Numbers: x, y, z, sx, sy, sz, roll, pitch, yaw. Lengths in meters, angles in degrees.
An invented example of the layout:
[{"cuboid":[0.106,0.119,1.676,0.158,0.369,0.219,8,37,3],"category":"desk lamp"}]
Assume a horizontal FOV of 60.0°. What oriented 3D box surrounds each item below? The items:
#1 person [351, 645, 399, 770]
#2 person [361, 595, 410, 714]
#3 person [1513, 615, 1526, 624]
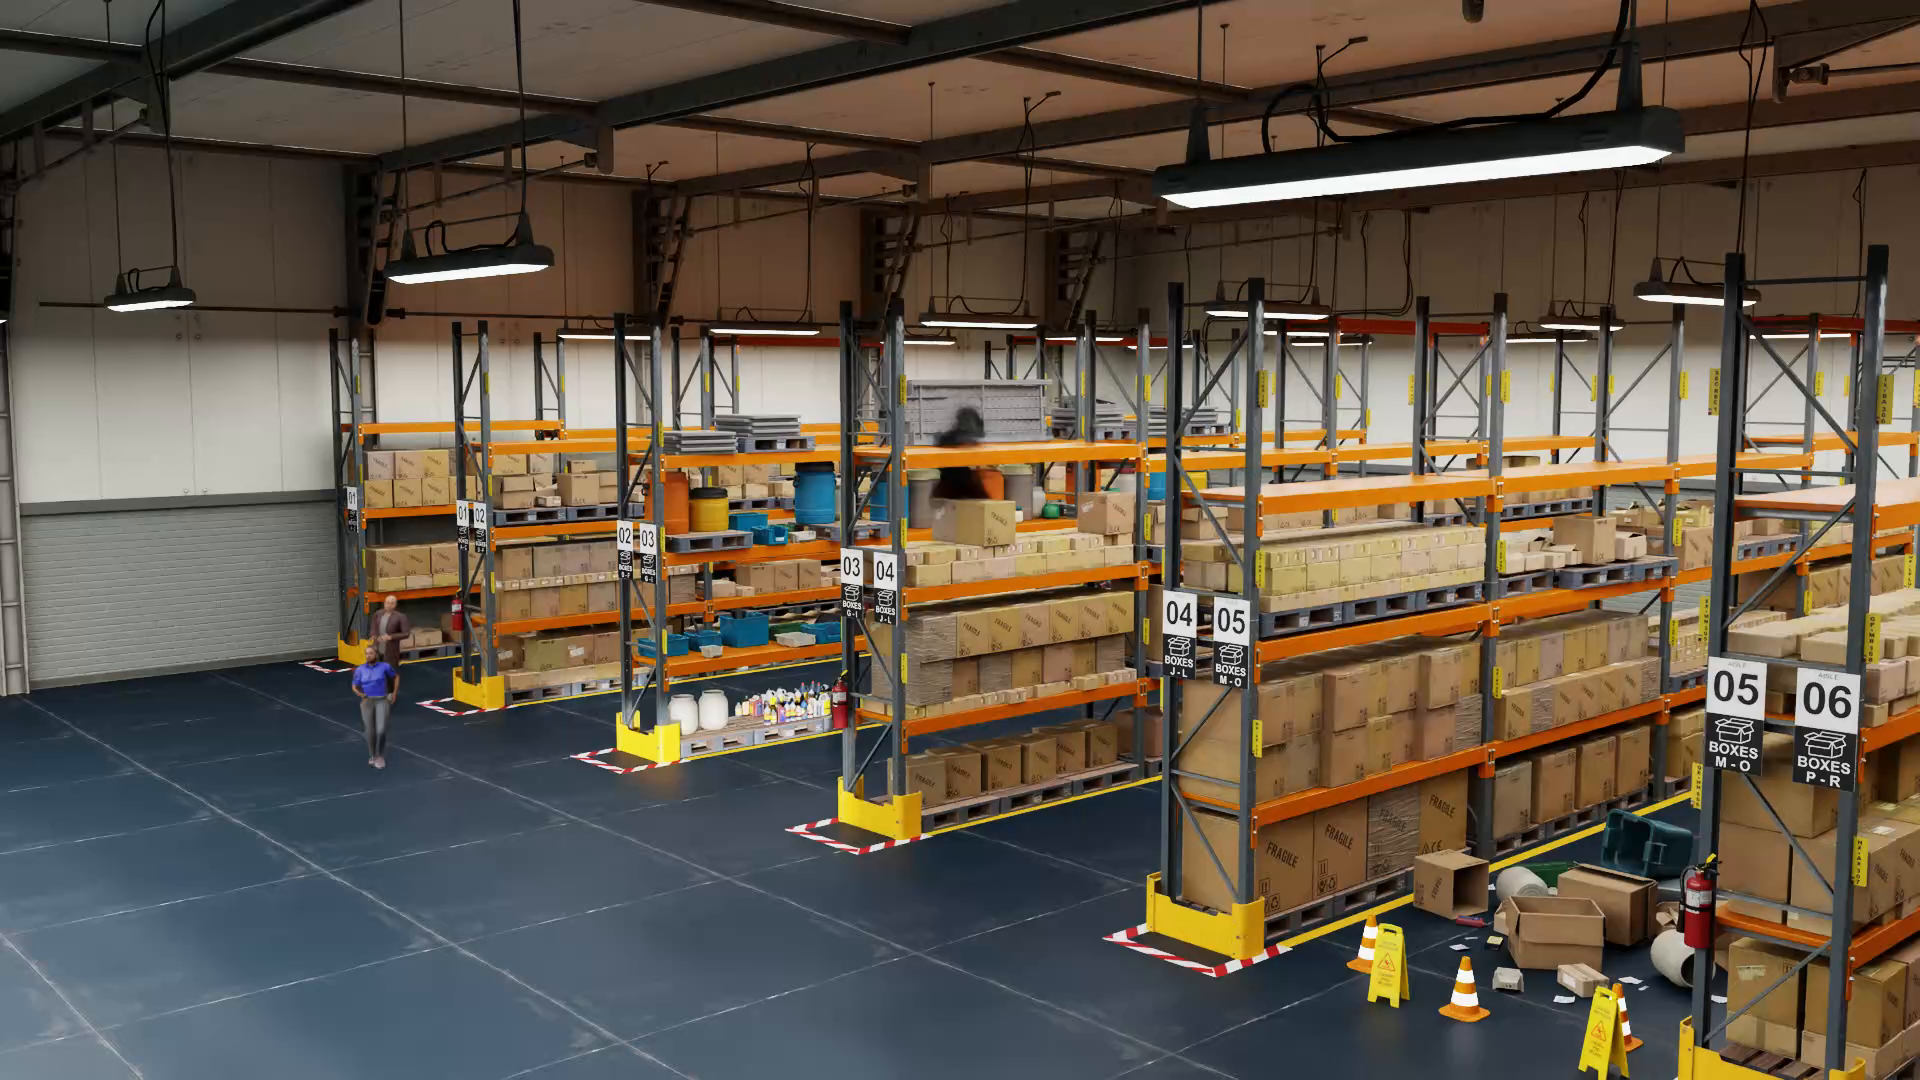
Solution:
[{"cuboid":[-7.694,2.201,21.877,0.581,1.651,0.656,-1,6,-12],"category":"person"},{"cuboid":[-8.866,1.735,25.801,0.705,1.768,1.019,1,6,5],"category":"person"},{"cuboid":[8.270,1.928,24.708,0.505,1.646,0.717,5,7,40],"category":"person"}]
